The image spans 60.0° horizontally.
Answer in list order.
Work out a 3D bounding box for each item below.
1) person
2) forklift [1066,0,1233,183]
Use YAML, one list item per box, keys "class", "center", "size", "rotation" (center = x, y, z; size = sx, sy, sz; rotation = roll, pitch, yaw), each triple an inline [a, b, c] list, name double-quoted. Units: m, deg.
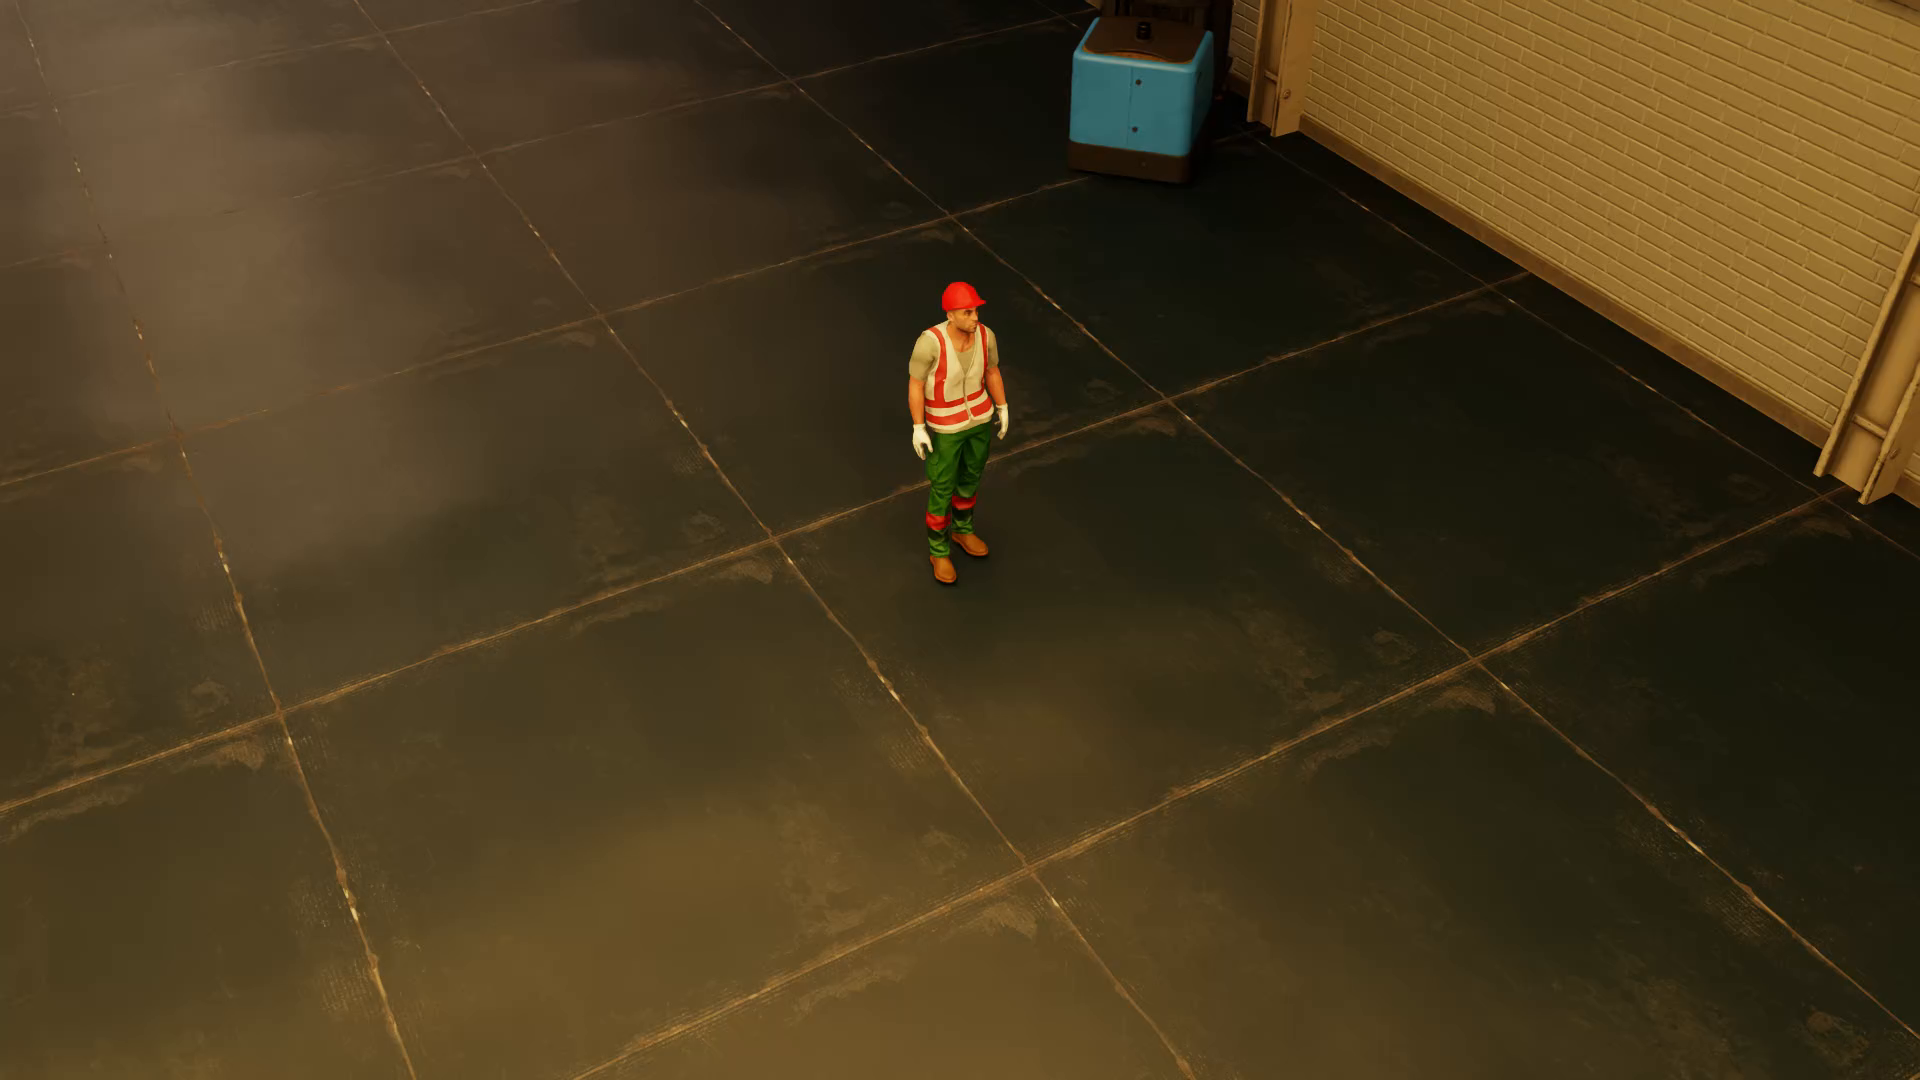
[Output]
- class: "person"
  center: [0.029, -0.646, 9.698]
  size: [0.637, 1.787, 0.564]
  rotation: [-20, 44, -23]
- class: "forklift"
  center: [1.816, -5.033, 14.104]
  size: [1.130, 2.935, 3.031]
  rotation: [11, 41, 13]
